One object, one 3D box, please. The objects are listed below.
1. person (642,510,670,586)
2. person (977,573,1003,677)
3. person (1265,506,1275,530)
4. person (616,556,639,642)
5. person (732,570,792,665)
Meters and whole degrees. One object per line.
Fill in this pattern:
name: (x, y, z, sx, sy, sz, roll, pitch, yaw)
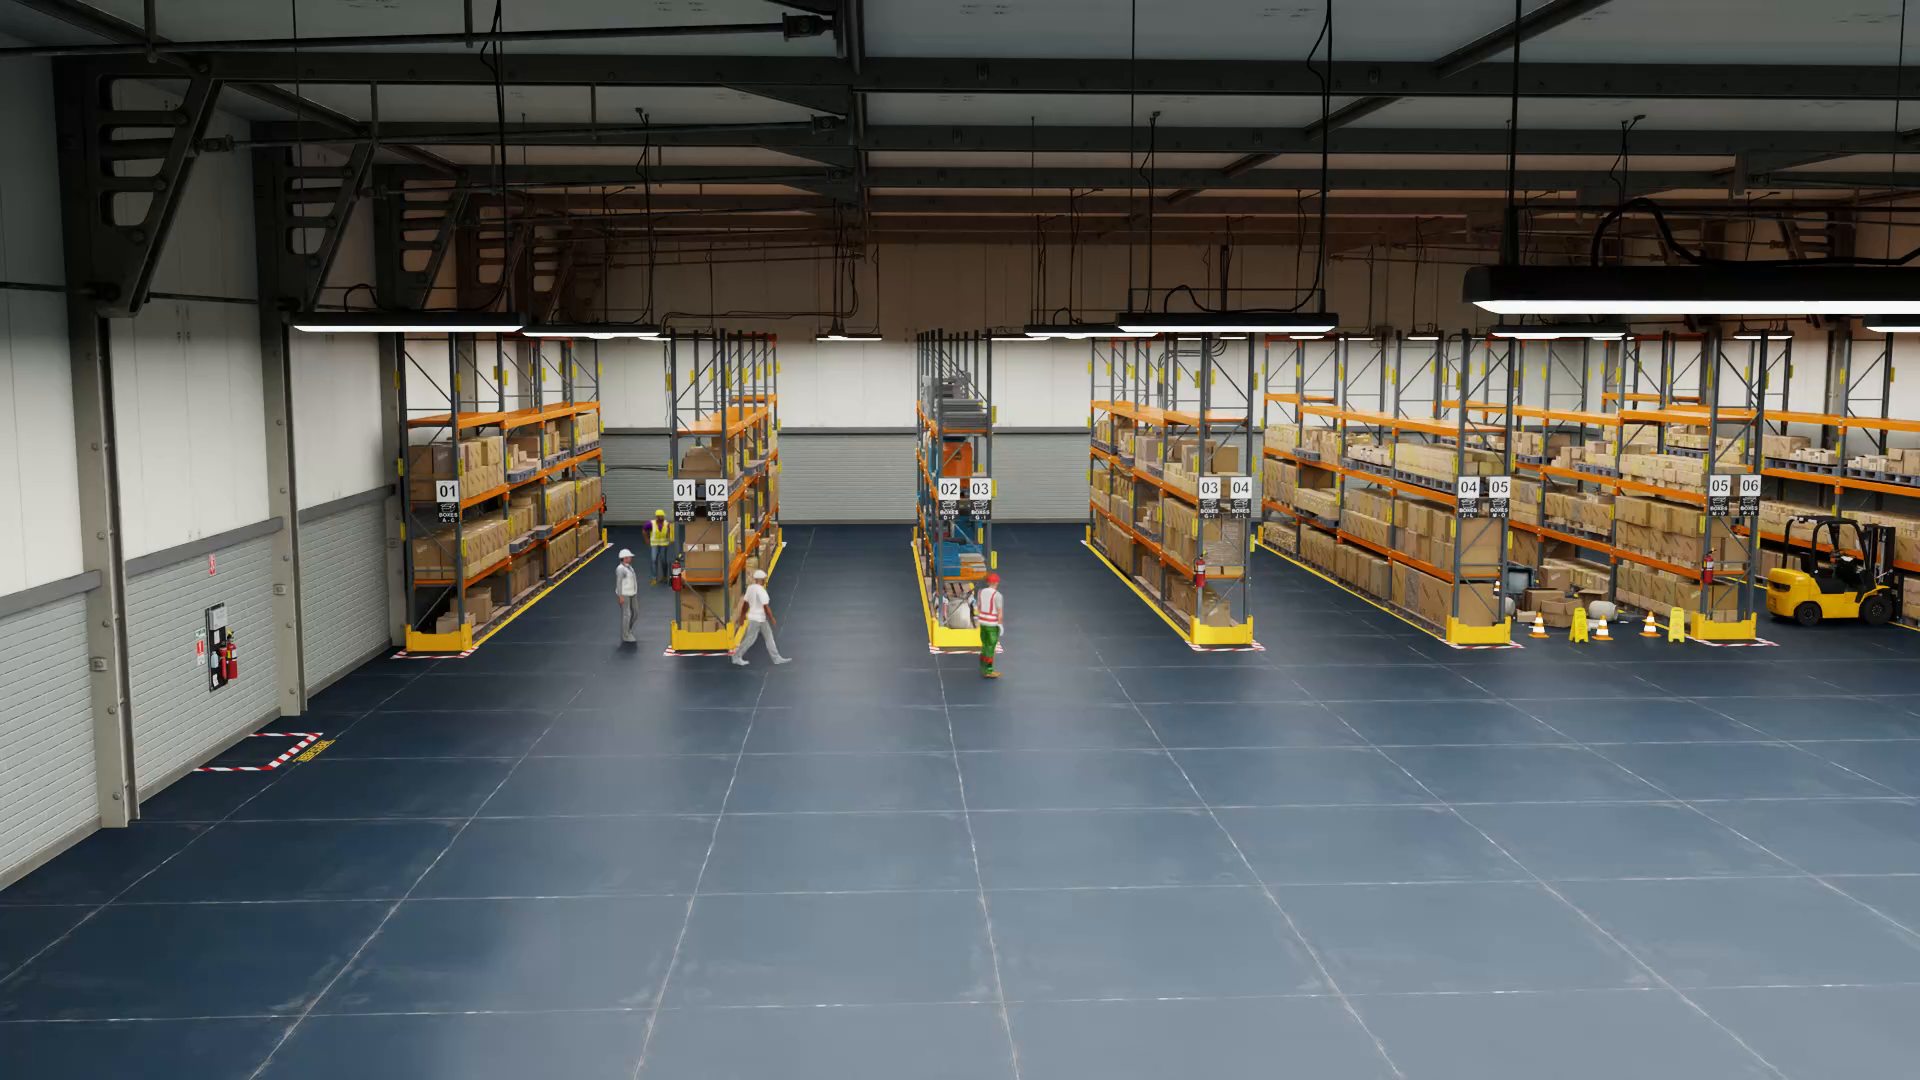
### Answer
person: (-7.237, 0.166, 39.828, 0.728, 1.804, 0.847, 0, 7, -1)
person: (0.528, 1.463, 28.624, 0.375, 1.795, 0.582, -6, 9, -41)
person: (9.327, -1.007, 50.055, 0.527, 1.642, 0.465, -1, 7, -8)
person: (-6.444, 1.092, 32.197, 0.491, 1.741, 0.600, 2, 7, 18)
person: (-3.541, 1.389, 29.520, 1.041, 1.716, 0.493, 0, 7, 4)
